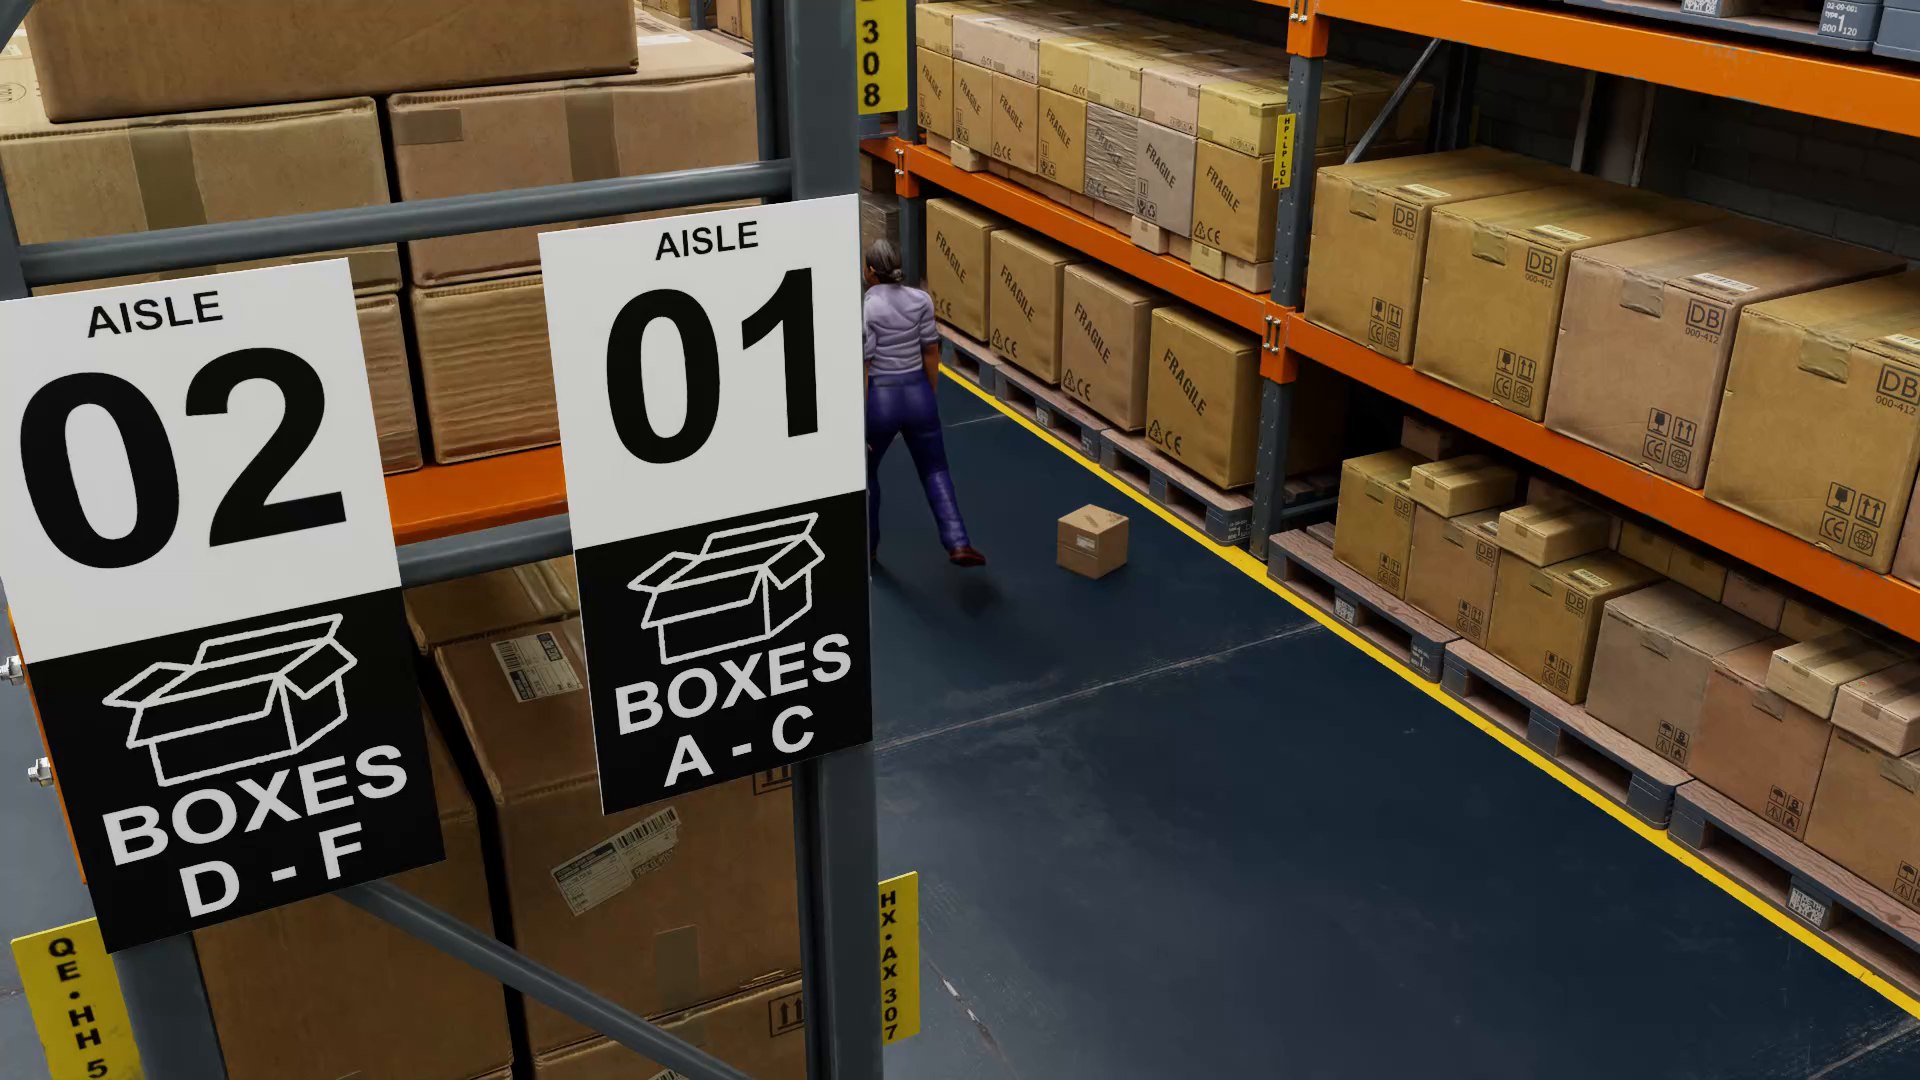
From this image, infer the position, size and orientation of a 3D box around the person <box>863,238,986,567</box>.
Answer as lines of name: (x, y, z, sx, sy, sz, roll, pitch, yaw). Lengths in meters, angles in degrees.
person: (-0.249, -0.599, 7.865, 0.552, 1.610, 0.843, -12, 28, -24)
